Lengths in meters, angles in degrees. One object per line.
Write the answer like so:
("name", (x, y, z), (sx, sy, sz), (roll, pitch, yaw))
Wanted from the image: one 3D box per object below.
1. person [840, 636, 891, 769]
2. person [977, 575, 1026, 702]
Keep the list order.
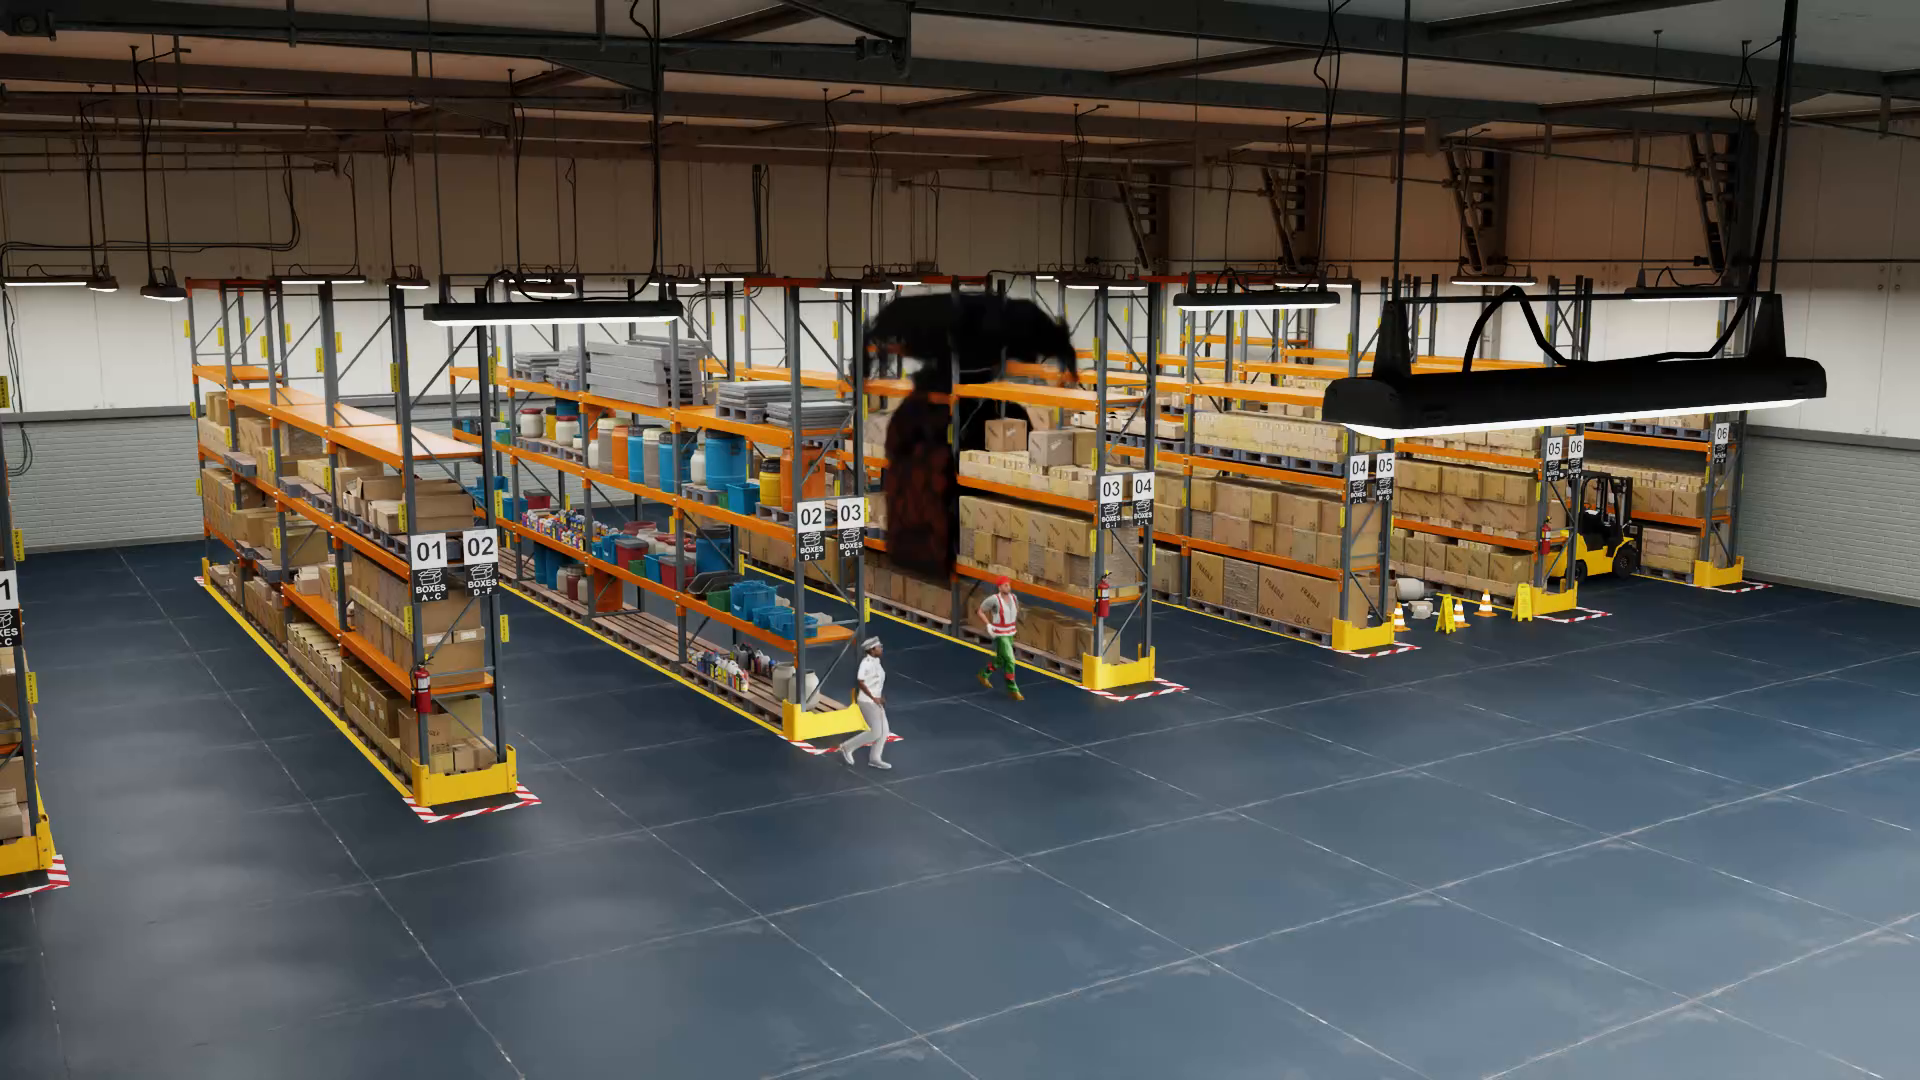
("person", (-1.172, 2.032, 21.028), (0.634, 1.652, 0.635), (1, 10, 5))
("person", (0.629, 1.395, 24.303), (0.929, 1.803, 0.634), (8, 13, 40))
